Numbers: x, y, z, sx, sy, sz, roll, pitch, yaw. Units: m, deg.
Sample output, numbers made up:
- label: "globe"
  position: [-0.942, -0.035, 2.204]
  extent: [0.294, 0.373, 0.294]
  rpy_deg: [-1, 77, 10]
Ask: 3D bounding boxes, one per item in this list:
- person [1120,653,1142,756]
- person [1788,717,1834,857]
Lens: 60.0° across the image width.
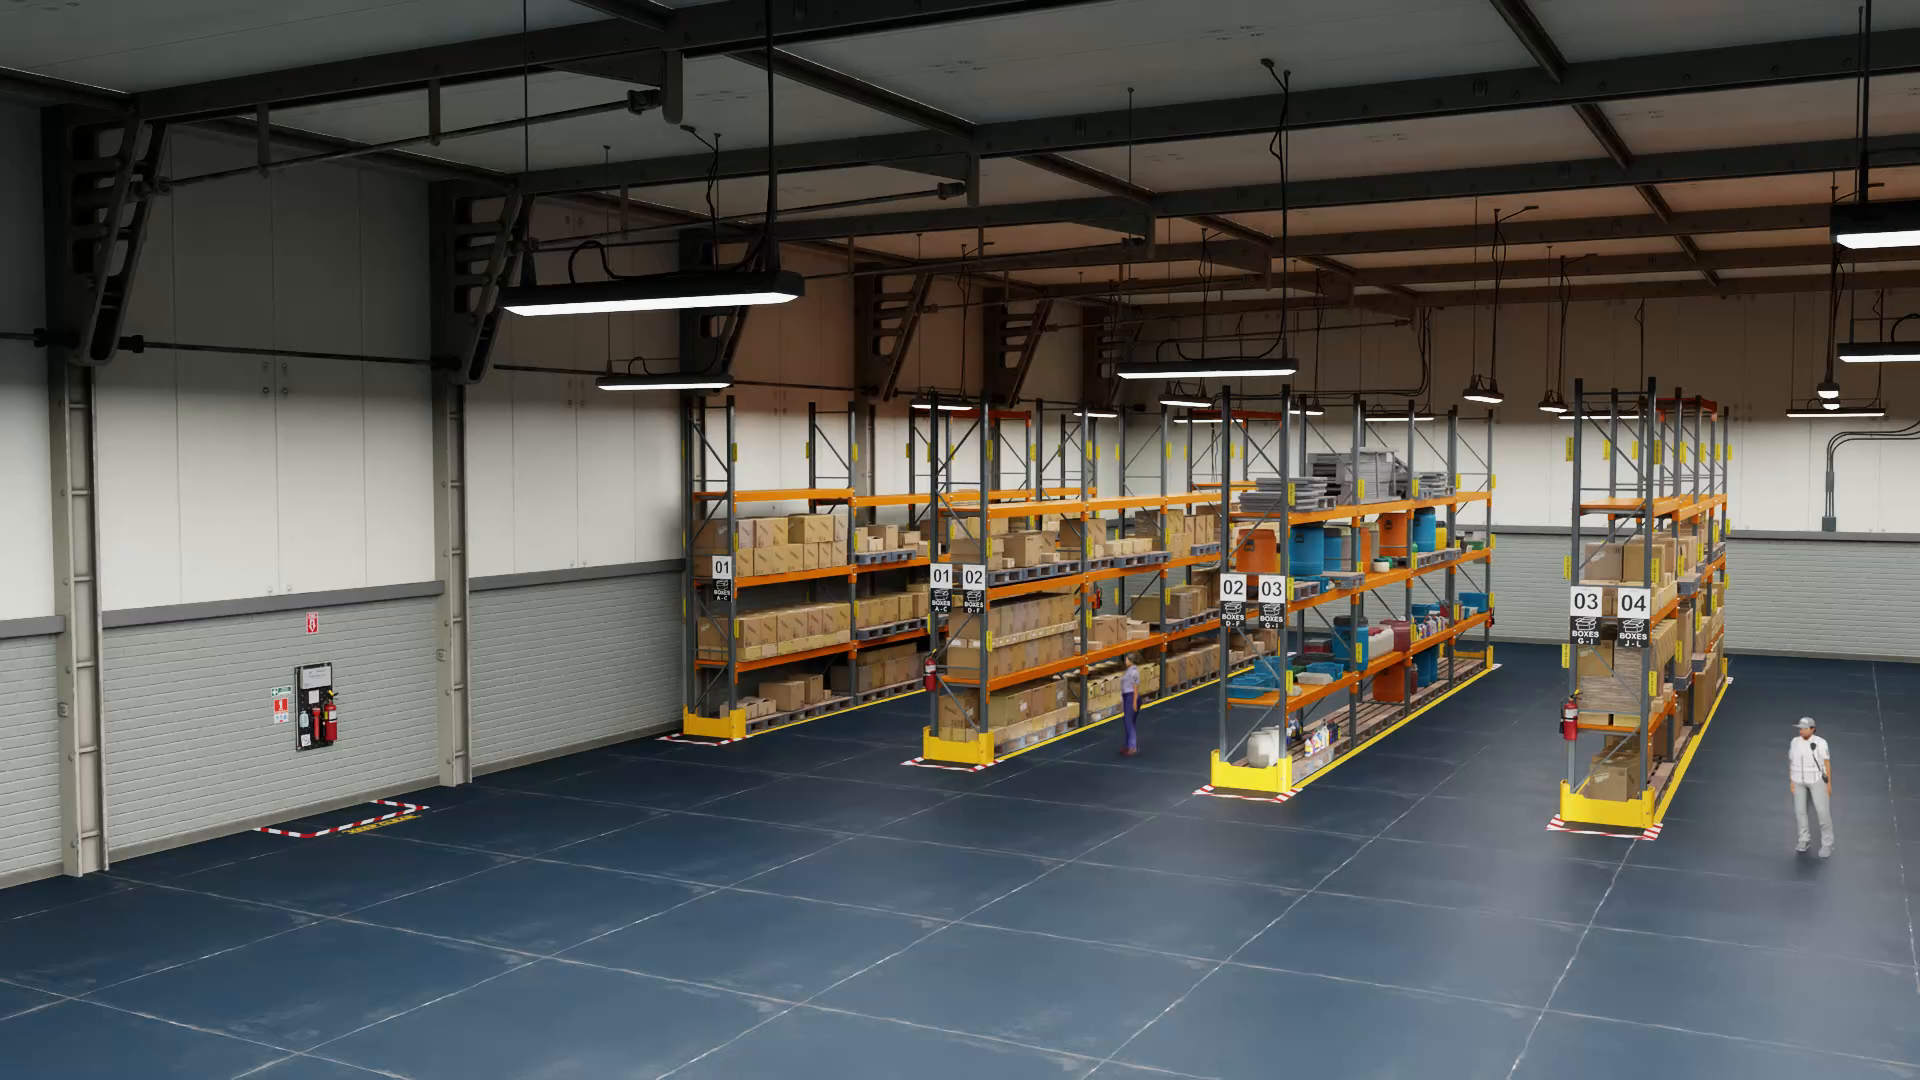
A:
- label: "person"
  position: [2.852, 2.718, 27.691]
  extent: [0.358, 1.657, 0.611]
  rpy_deg: [0, 3, 2]
- label: "person"
  position: [10.681, 3.074, 20.877]
  extent: [0.452, 1.682, 0.587]
  rpy_deg: [-3, 4, -42]
